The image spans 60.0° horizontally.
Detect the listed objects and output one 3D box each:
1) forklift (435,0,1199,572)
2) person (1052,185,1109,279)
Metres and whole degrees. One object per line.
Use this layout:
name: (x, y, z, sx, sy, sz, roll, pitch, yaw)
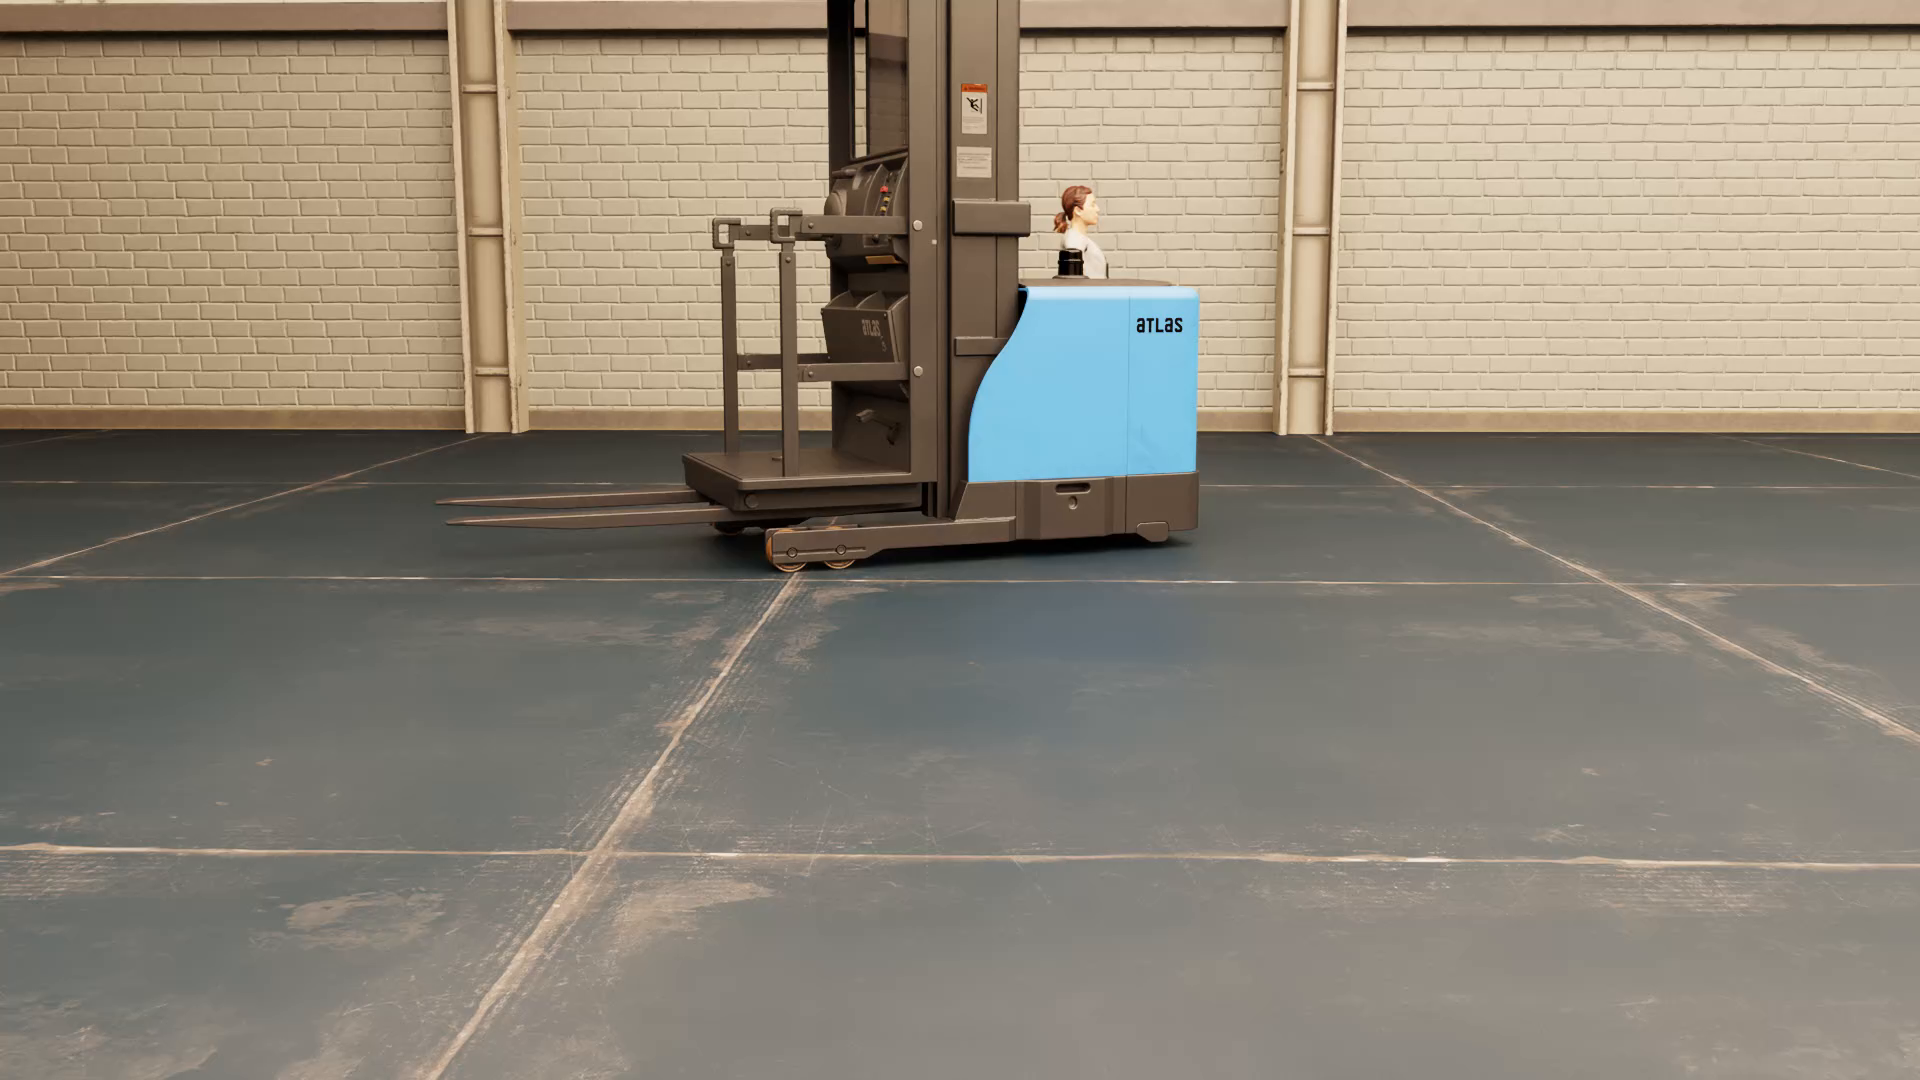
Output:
forklift: (-0.569, -1.416, 6.694, 3.031, 2.935, 1.130, -3, 9, -20)
person: (0.739, -1.295, 10.075, 0.376, 1.672, 0.435, 1, 9, 4)
